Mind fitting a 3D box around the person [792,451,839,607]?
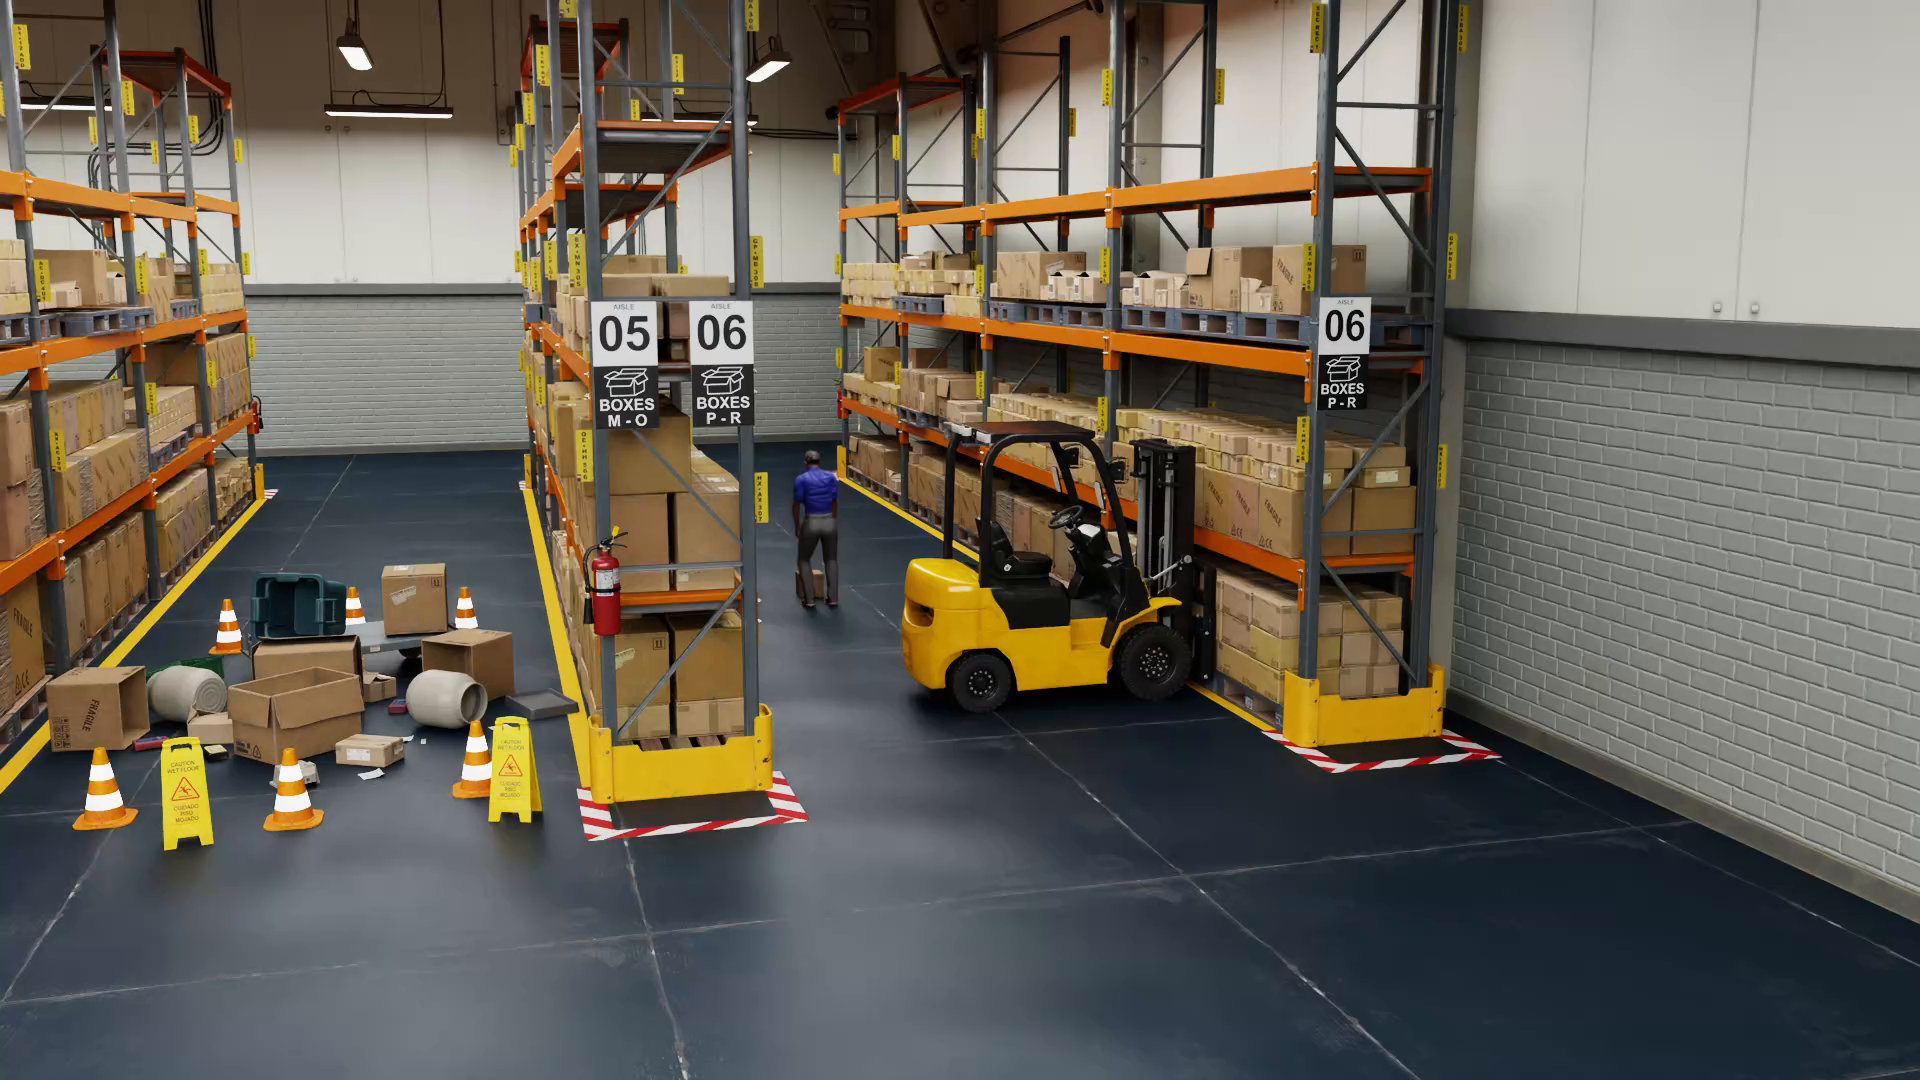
[{"bbox_3d":[-1.464,-0.106,16.847,0.469,1.570,0.430,-2,10,-15],"label":"person"}]
